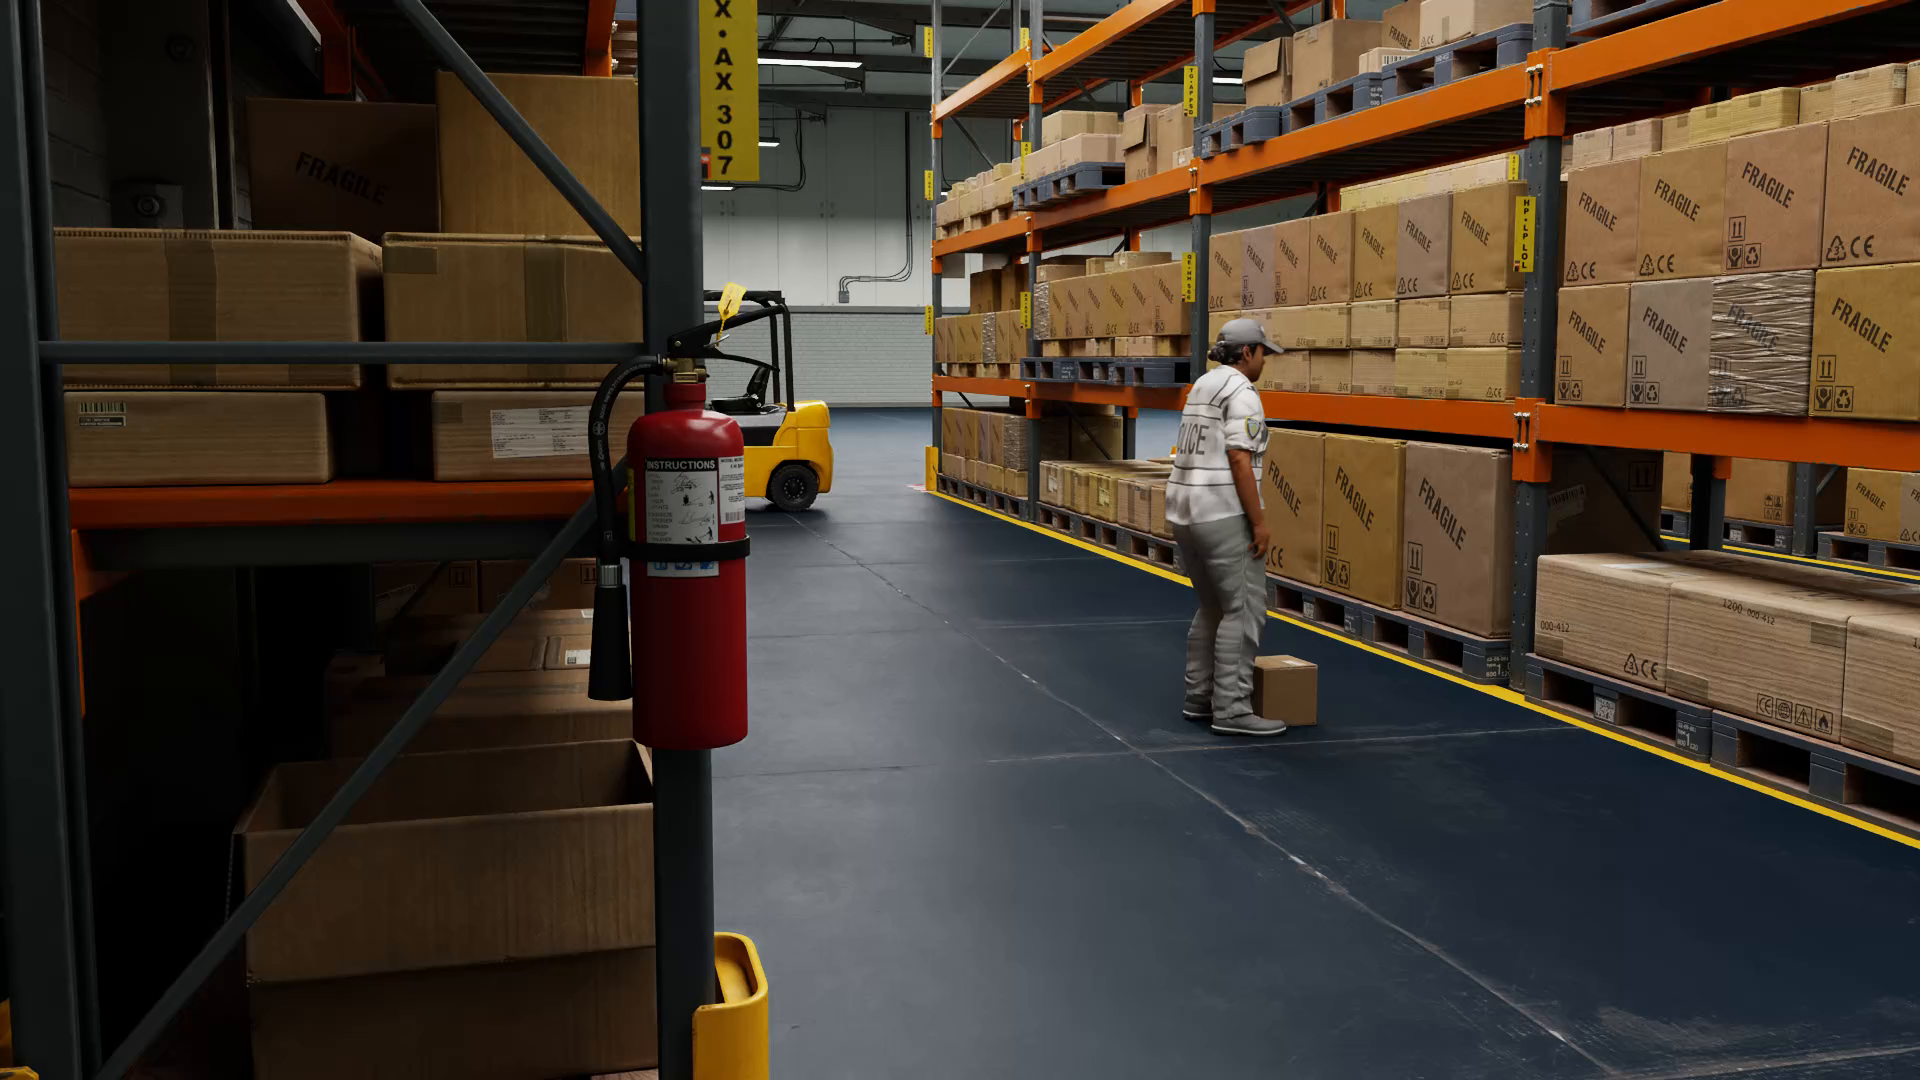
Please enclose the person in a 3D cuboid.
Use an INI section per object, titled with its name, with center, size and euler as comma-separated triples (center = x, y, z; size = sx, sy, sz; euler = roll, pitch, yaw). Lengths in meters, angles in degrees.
[person]
center = 1.100, -0.069, 6.782
size = 0.468, 1.667, 0.557
euler = -2, 6, -16
